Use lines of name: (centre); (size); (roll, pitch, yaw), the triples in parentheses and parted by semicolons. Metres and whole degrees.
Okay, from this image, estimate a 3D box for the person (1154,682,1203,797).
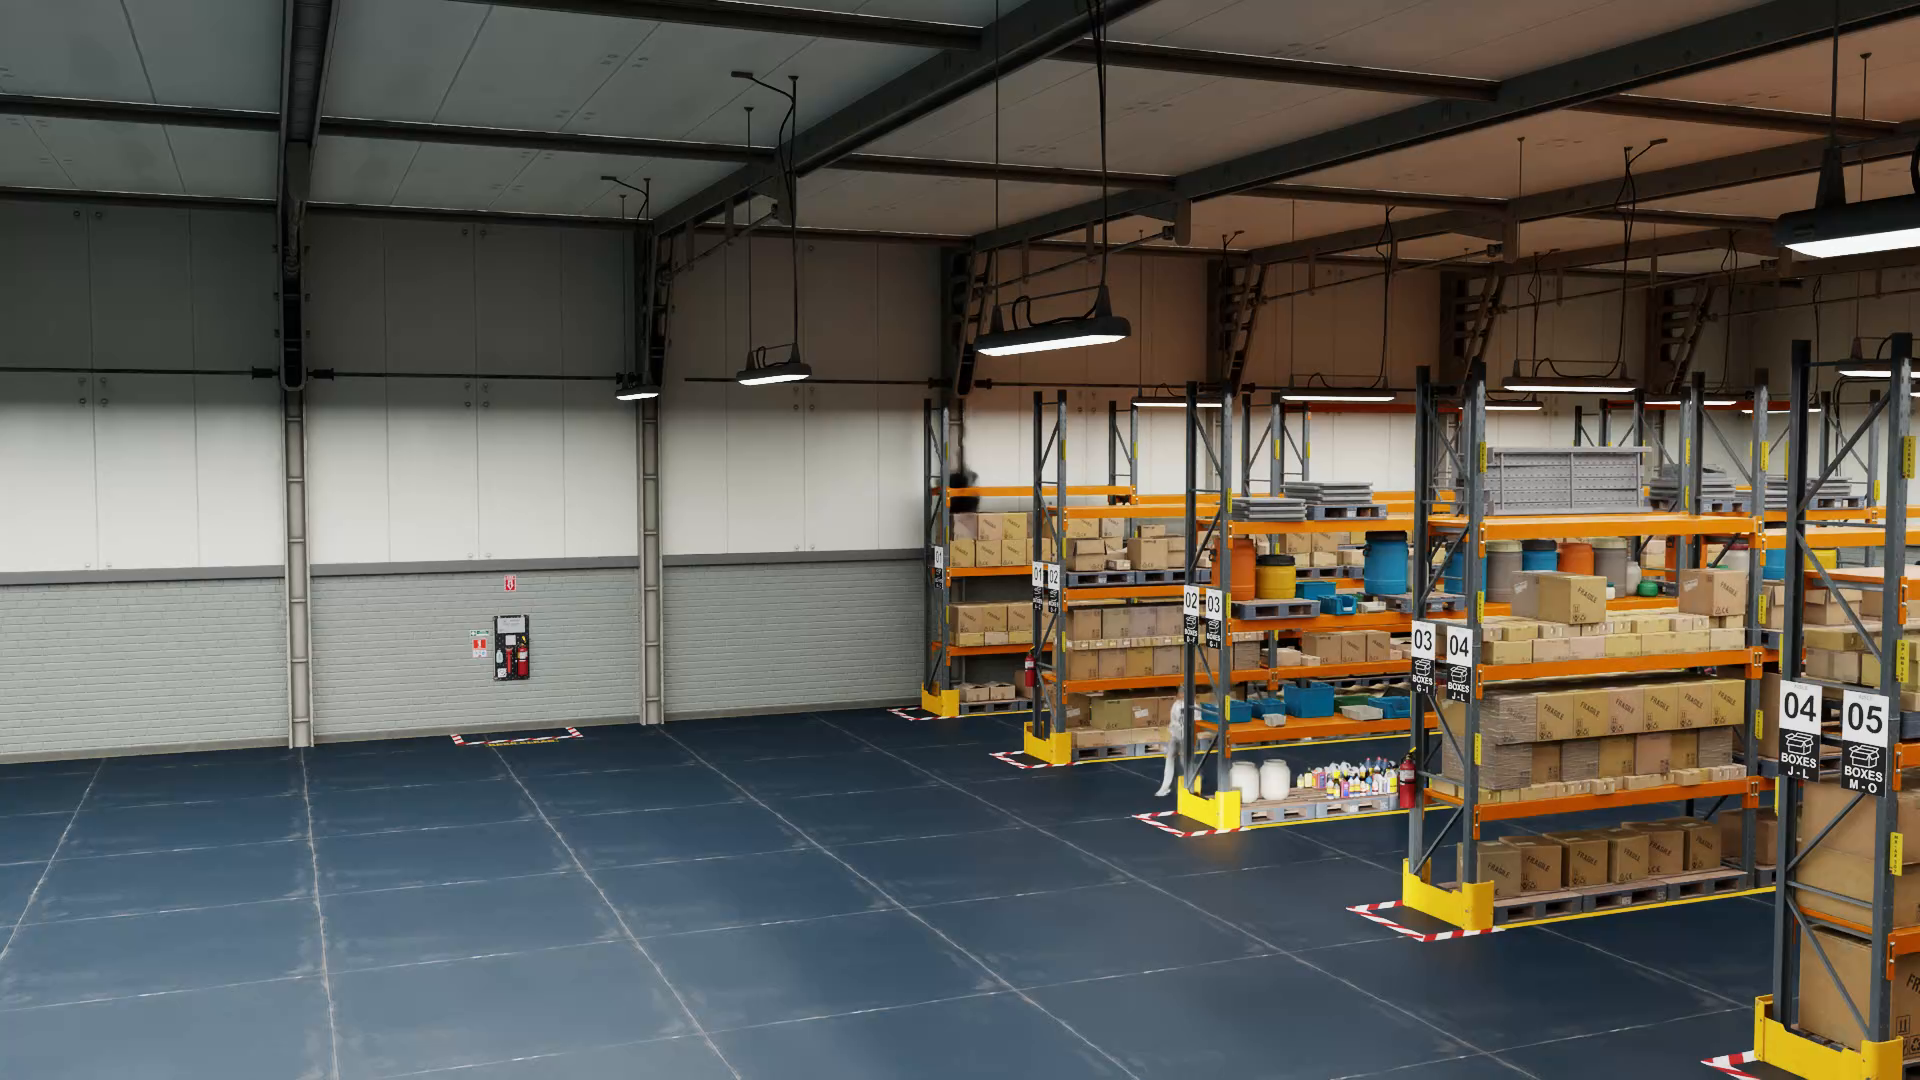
person: (3.299, 2.914, 24.299); (0.865, 1.705, 0.643); (-2, 4, -34)
